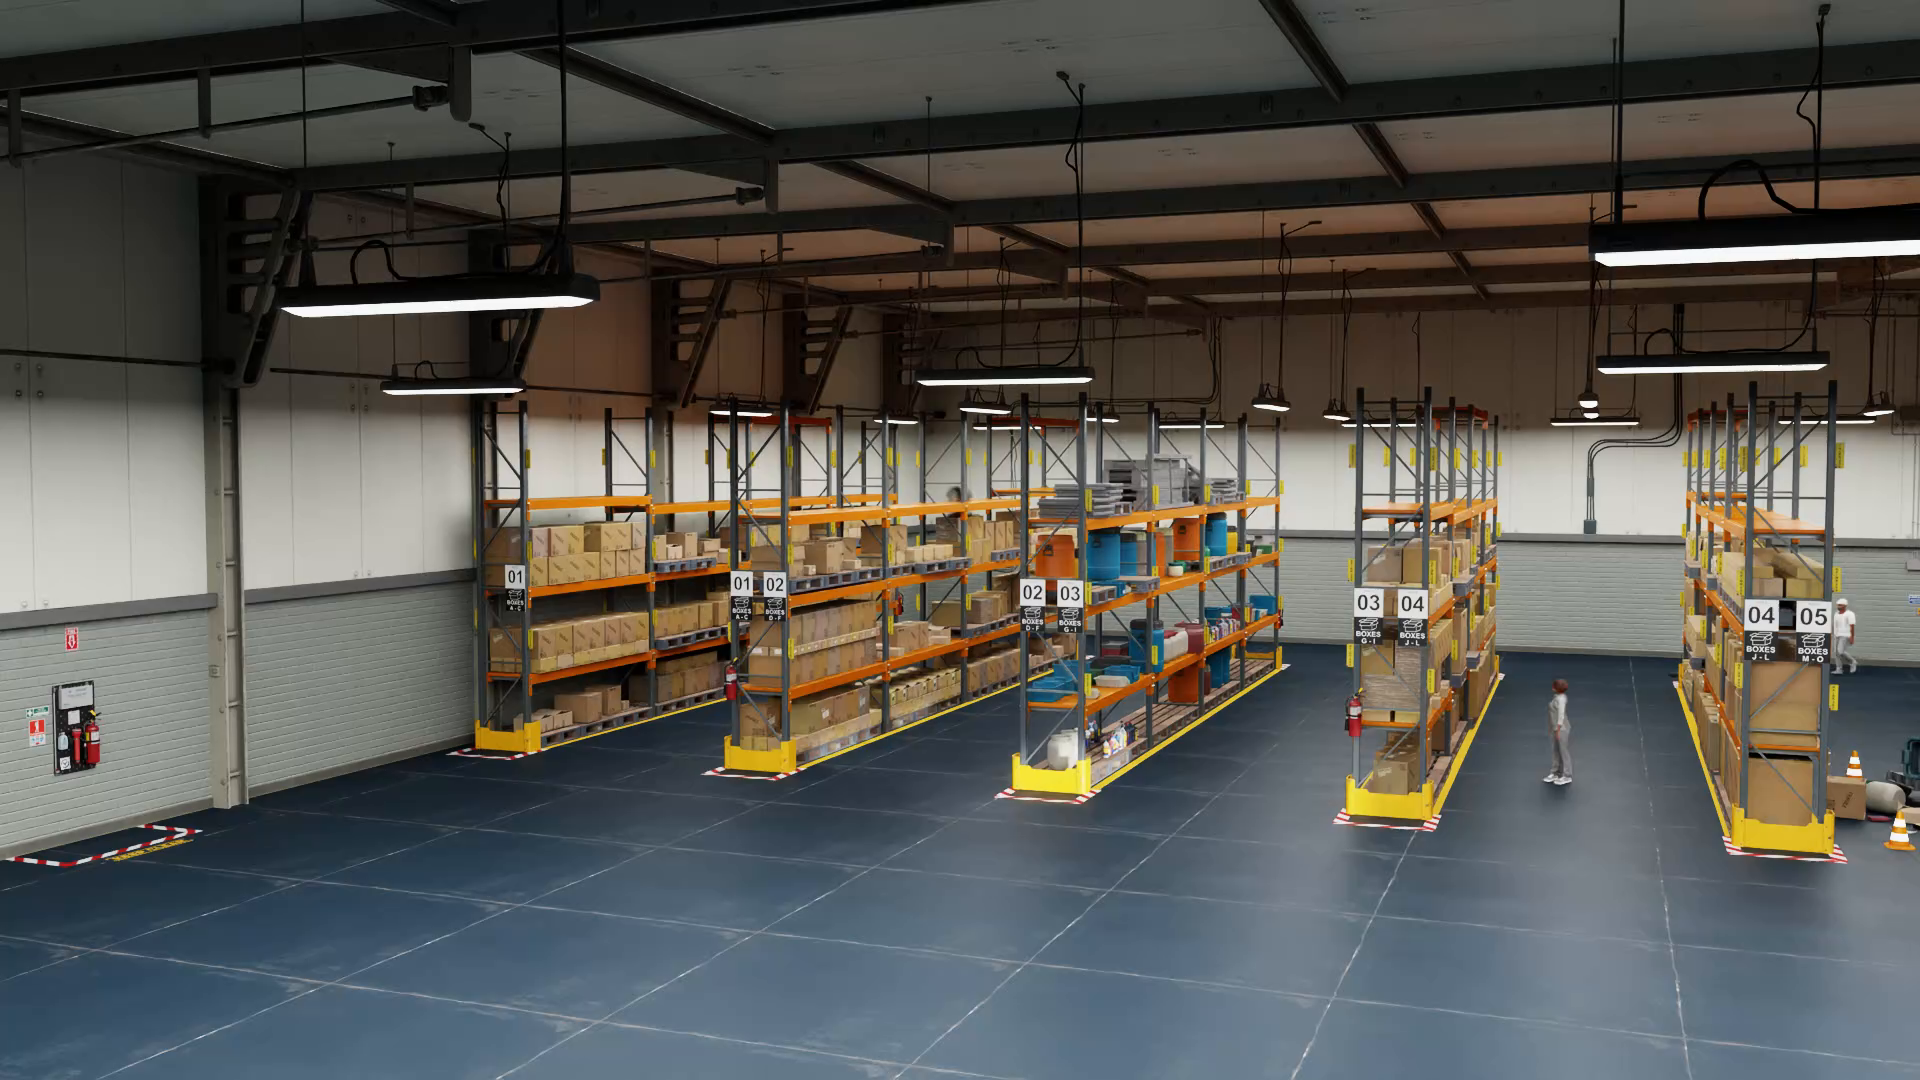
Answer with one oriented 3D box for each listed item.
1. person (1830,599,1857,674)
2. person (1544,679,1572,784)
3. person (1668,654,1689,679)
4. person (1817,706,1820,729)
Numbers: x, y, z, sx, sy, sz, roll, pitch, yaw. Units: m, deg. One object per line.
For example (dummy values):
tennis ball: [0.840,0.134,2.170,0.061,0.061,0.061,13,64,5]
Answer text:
person: [20.431,2.230,38.487,0.519,1.757,0.596,-1,3,-13]
person: [9.245,2.943,25.707,0.382,1.612,0.430,0,3,-4]
person: [16.488,2.335,37.396,1.030,1.668,0.625,1,3,24]
person: [15.838,2.665,30.772,0.543,1.684,0.370,-2,4,-39]
